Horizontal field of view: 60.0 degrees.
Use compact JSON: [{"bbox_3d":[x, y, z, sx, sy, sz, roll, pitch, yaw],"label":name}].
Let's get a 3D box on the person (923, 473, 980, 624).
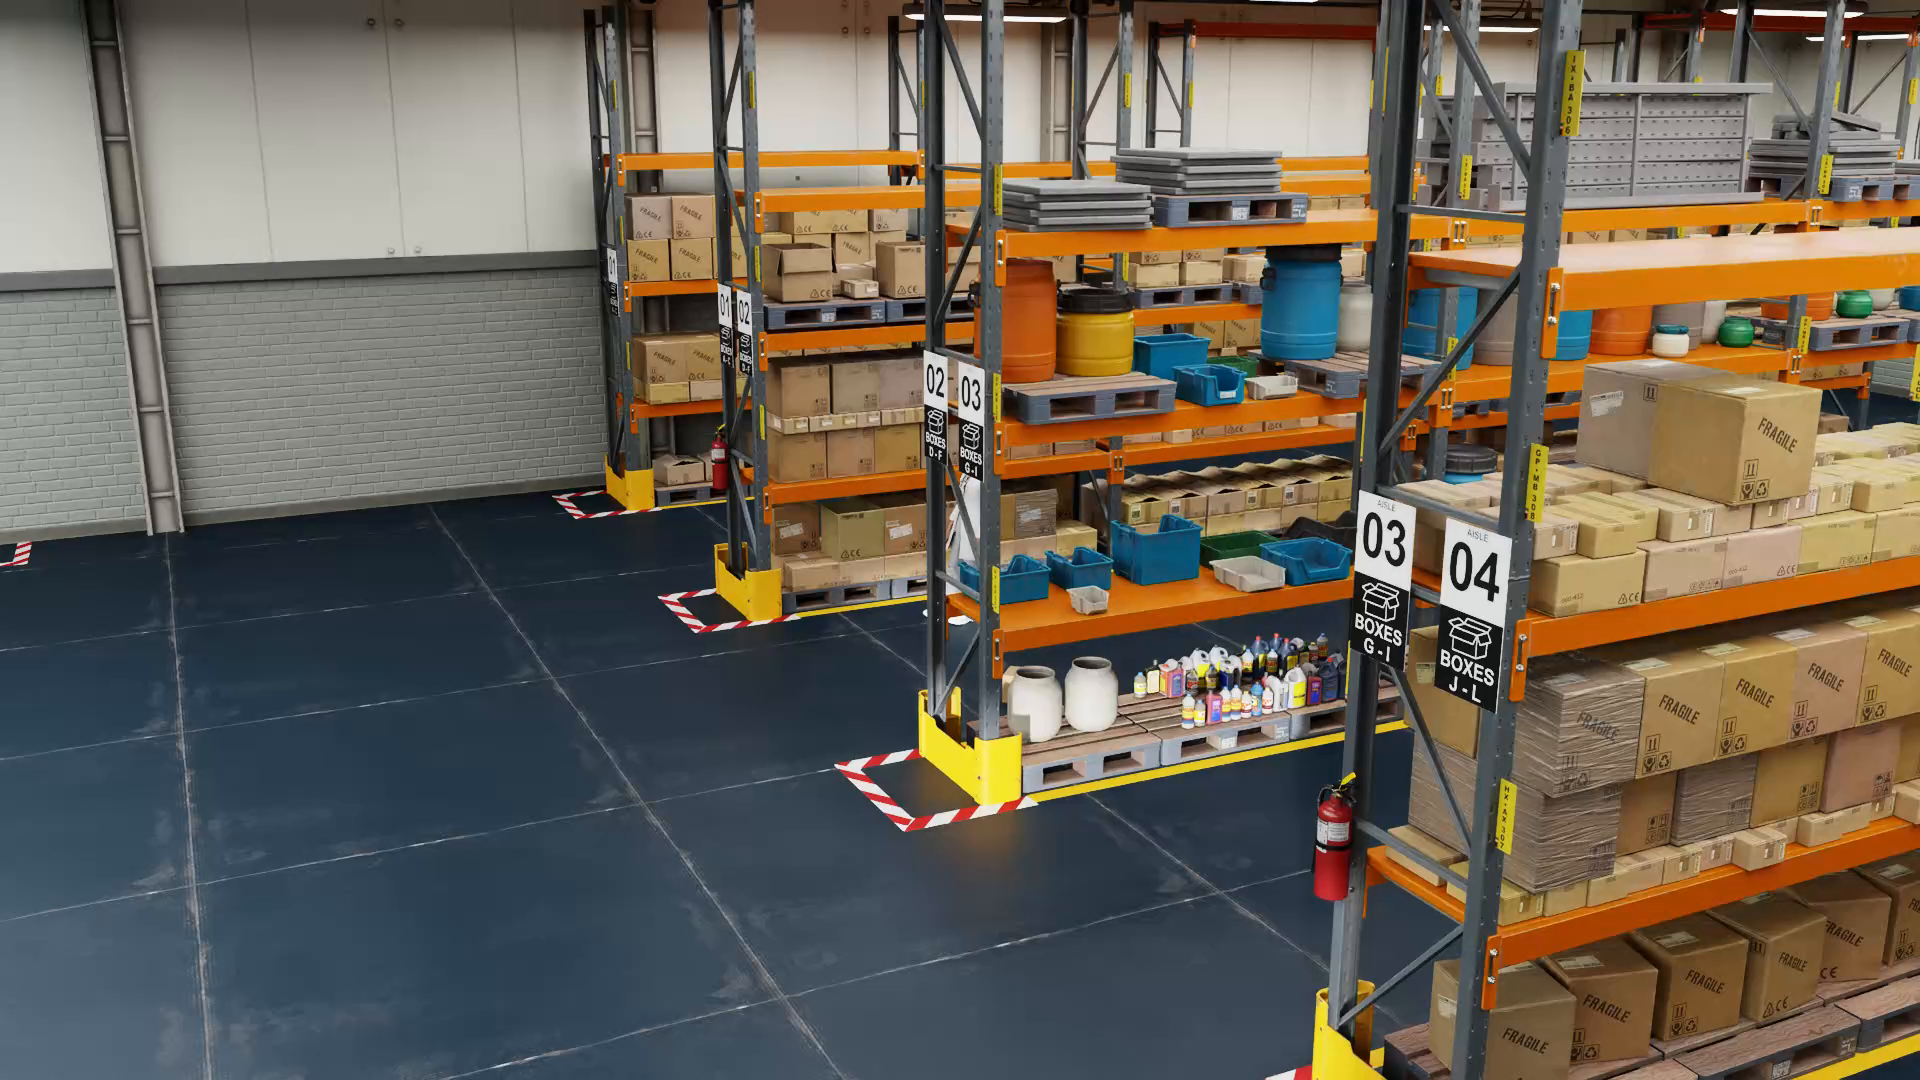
[{"bbox_3d":[0.019,-0.061,16.104,0.579,1.777,0.695,-7,17,-25],"label":"person"}]
